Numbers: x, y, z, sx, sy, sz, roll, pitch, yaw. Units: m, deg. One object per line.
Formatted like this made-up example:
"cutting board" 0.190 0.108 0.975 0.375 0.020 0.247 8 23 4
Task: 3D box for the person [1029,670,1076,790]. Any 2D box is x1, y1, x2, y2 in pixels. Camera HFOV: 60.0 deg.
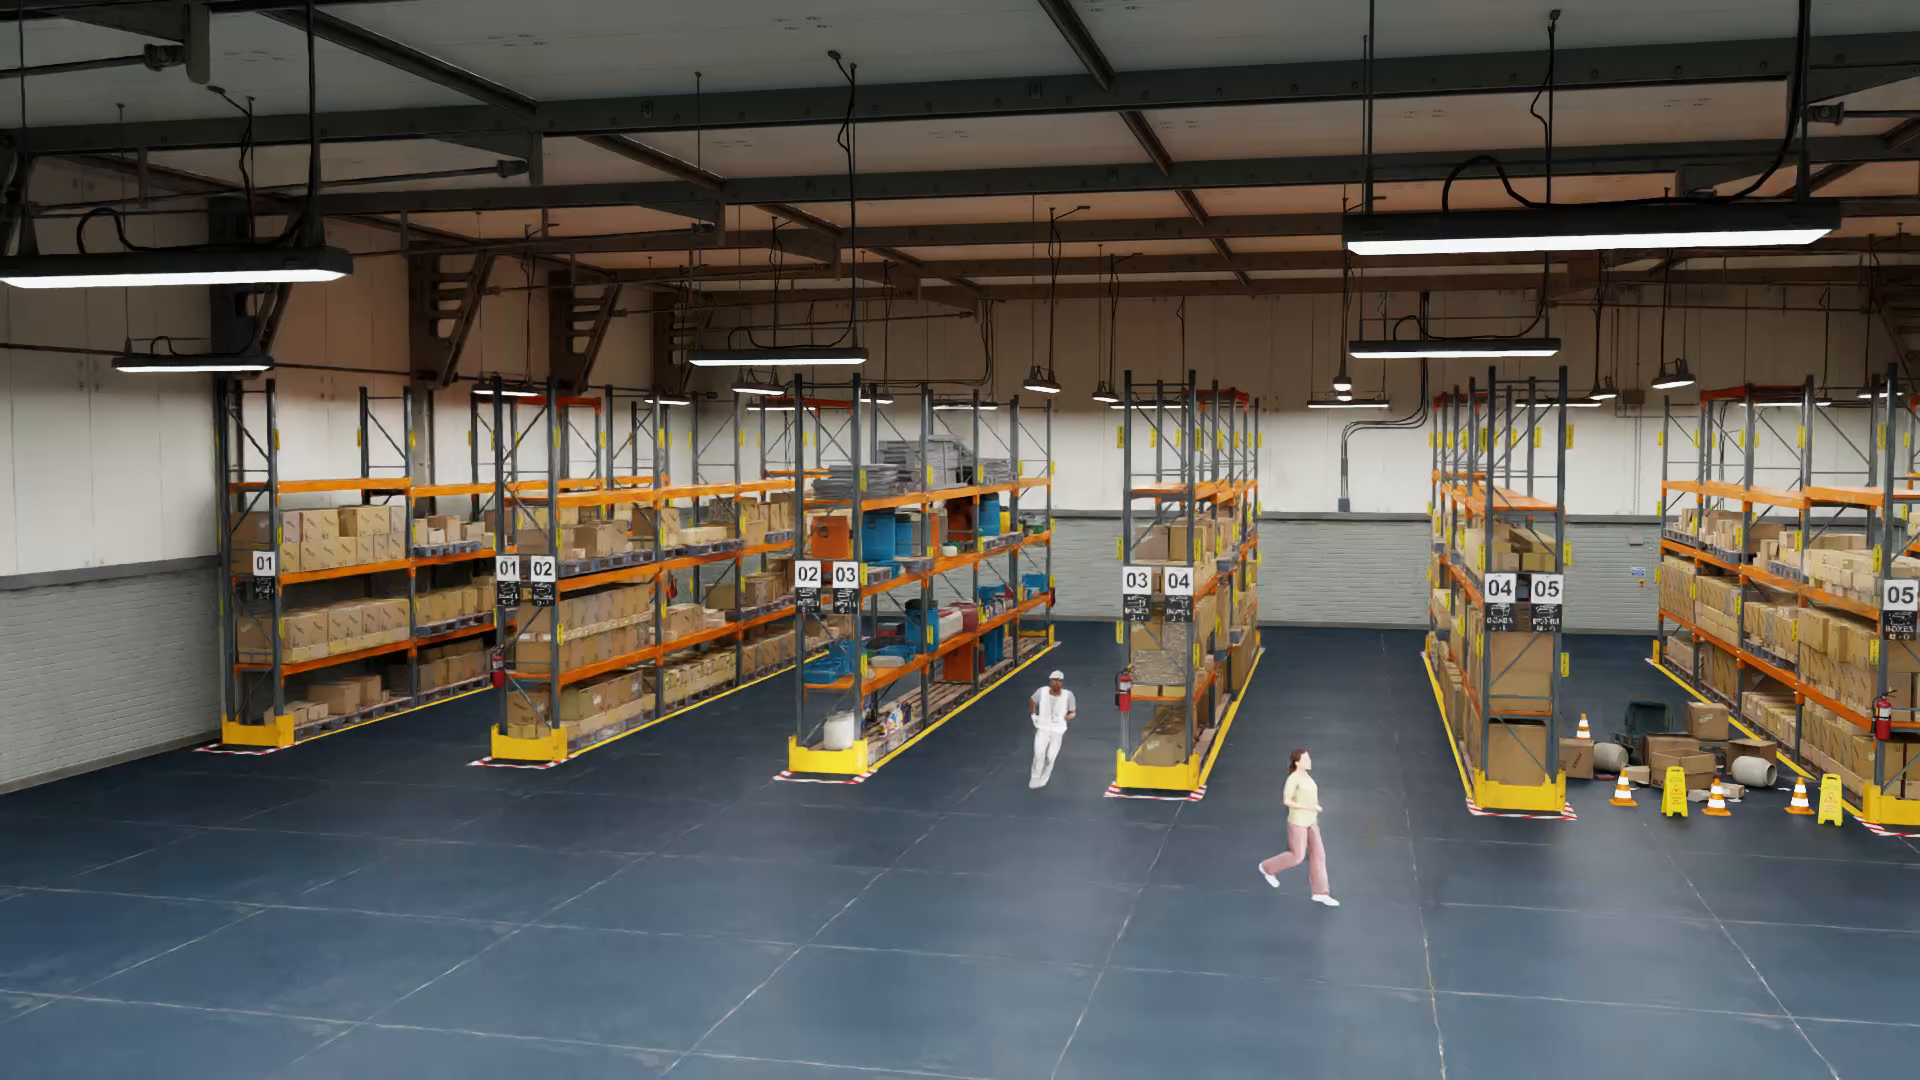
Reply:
"person" 1.321 2.708 23.744 0.677 1.705 0.659 0 3 3

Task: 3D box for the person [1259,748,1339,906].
"person" 3.698 3.081 18.014 0.898 1.664 0.578 3 4 40
